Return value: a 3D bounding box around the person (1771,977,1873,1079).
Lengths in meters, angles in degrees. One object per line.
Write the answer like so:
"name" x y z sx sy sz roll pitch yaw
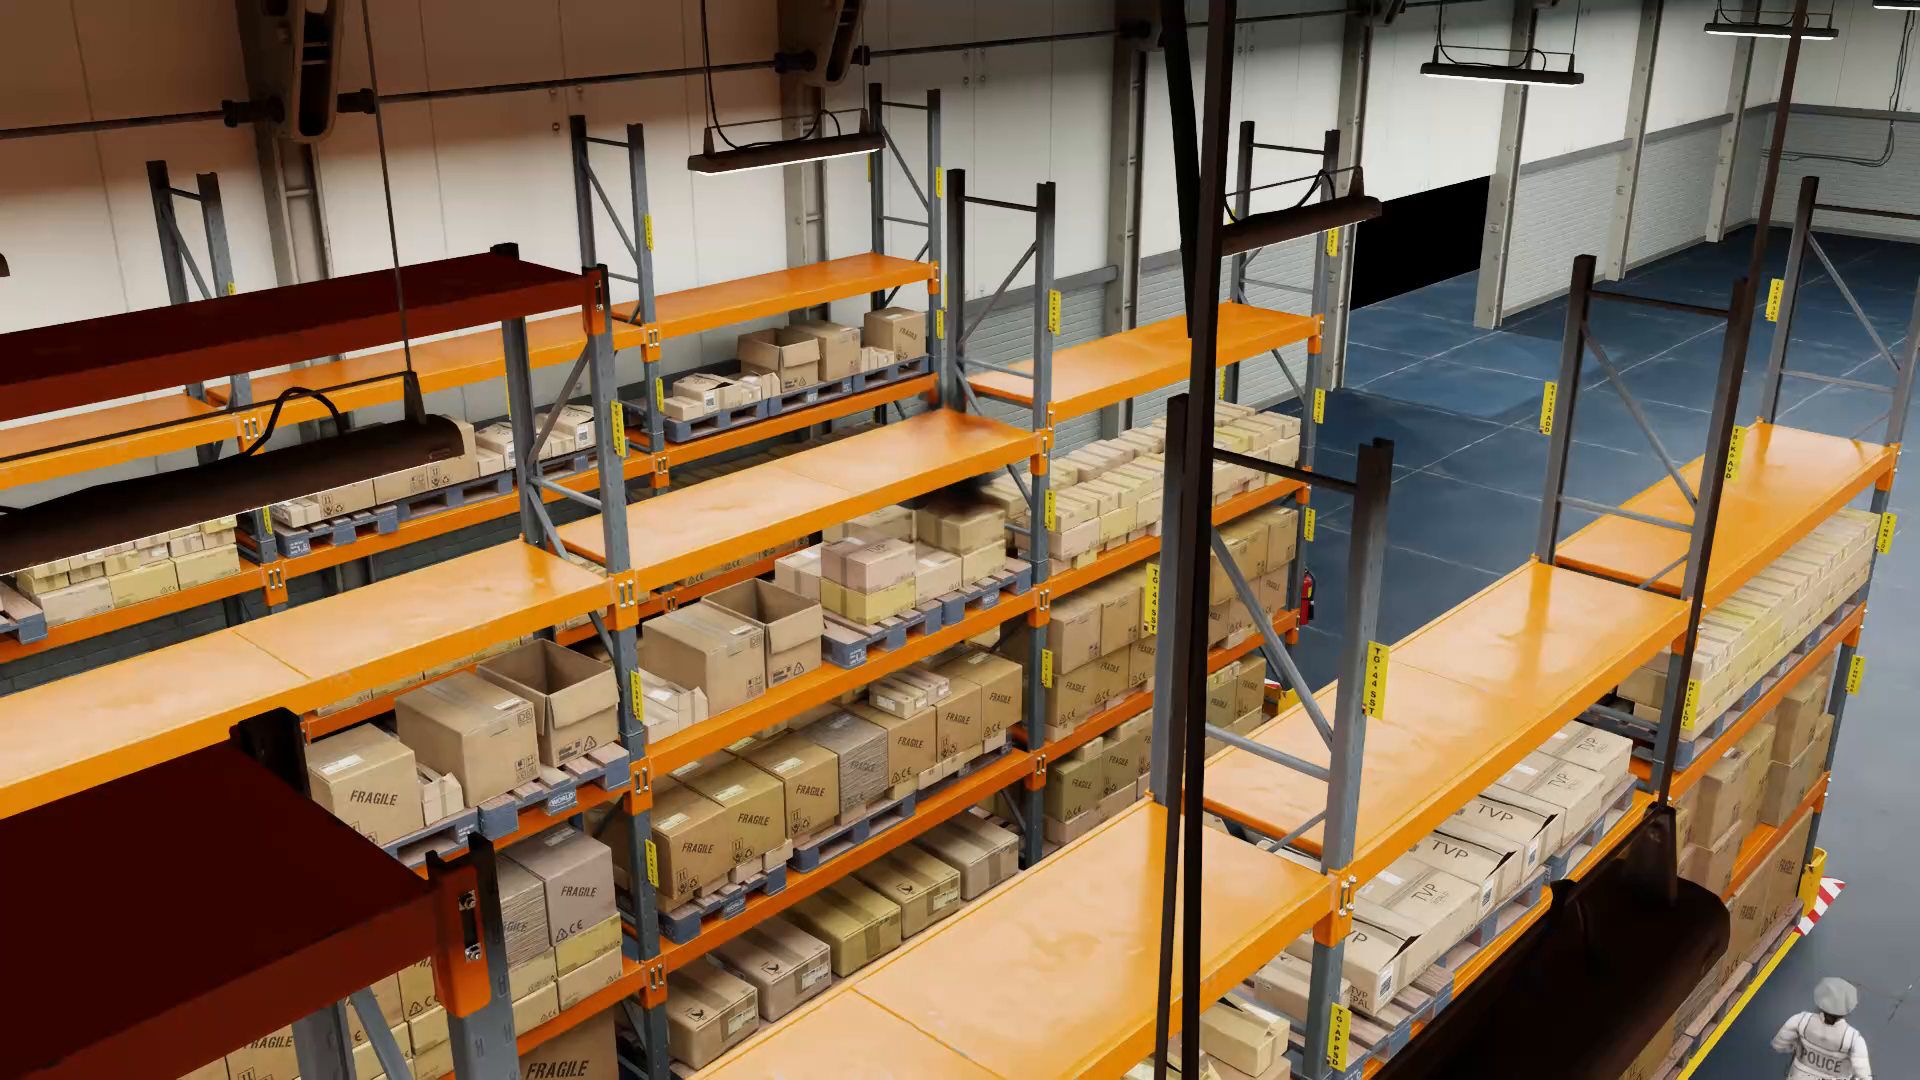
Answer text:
"person" 5.479 3.519 10.637 0.625 1.649 0.767 15 26 34
